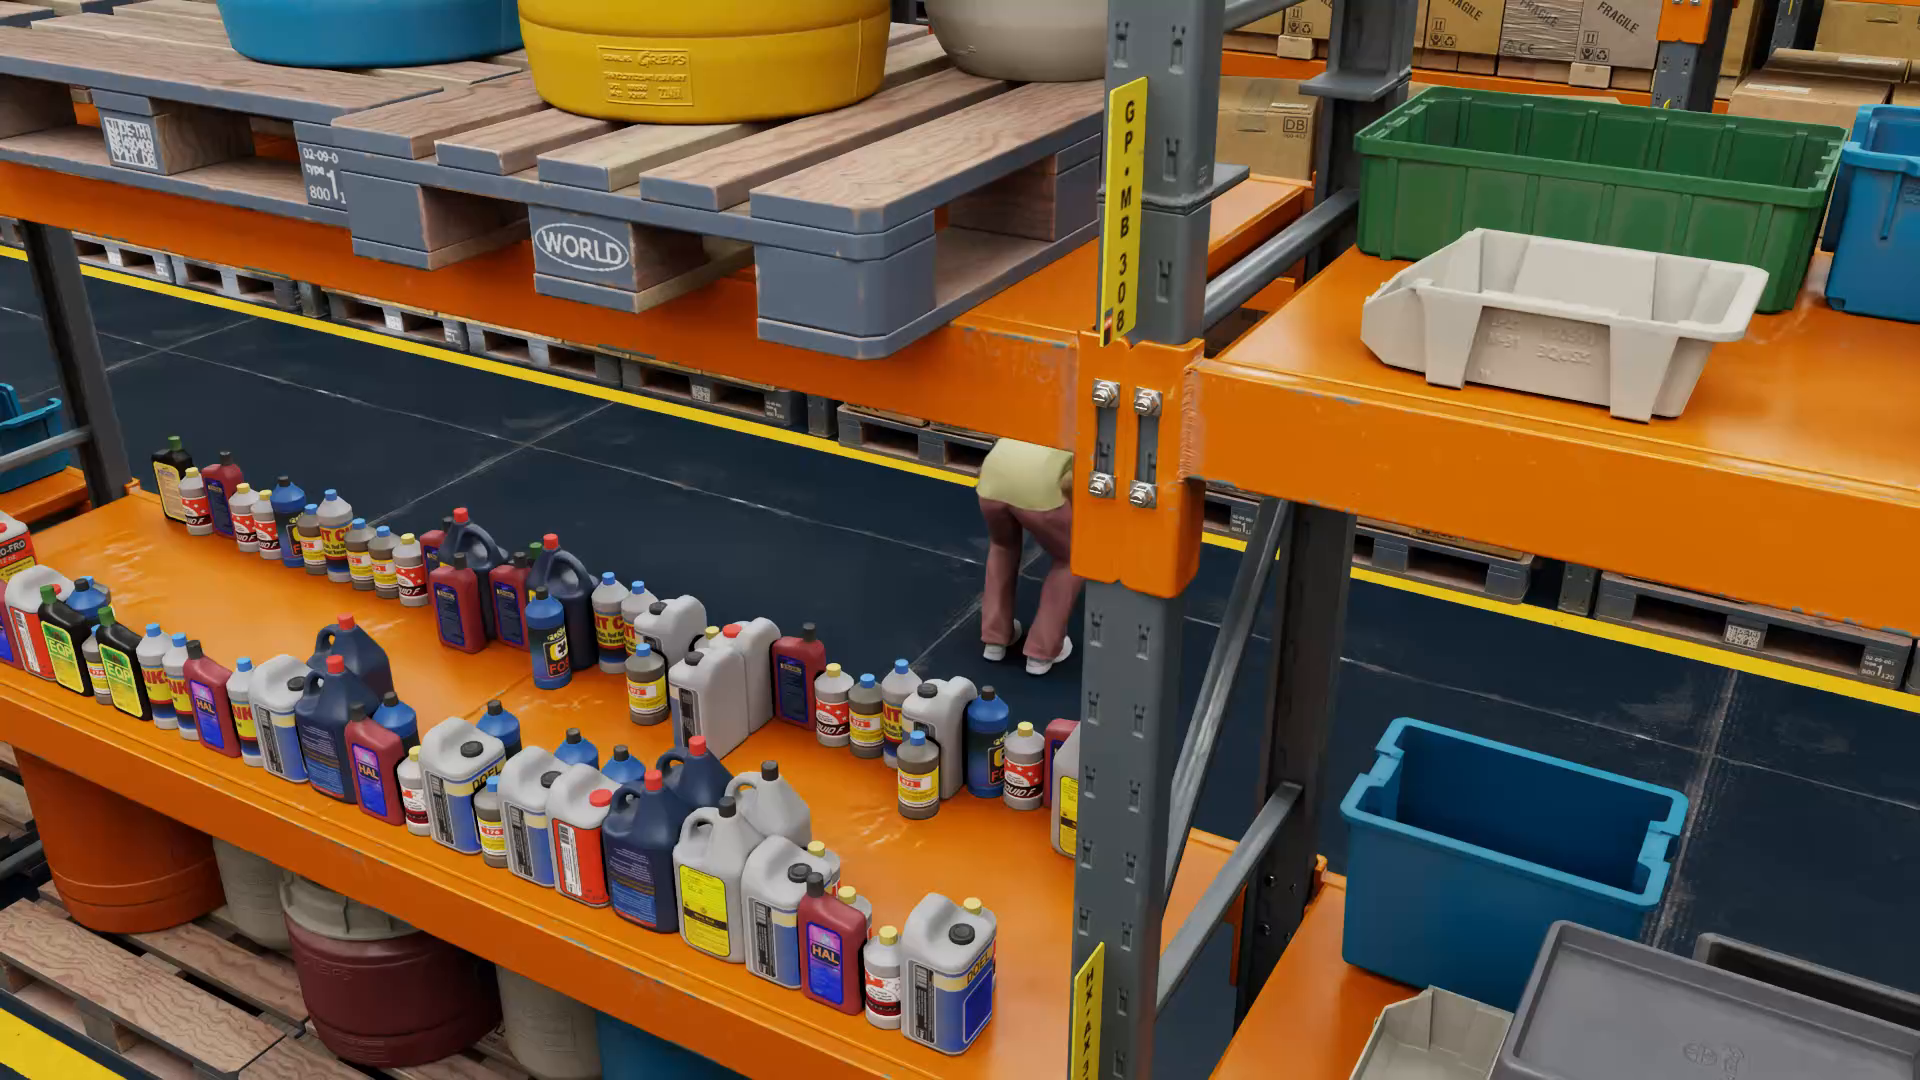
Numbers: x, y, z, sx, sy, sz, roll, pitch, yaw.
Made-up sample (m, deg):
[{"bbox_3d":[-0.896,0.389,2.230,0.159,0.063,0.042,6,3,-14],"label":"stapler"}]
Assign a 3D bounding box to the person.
[{"bbox_3d":[0.367,-0.098,6.921,0.447,1.131,0.854,13,29,24],"label":"person"}]
